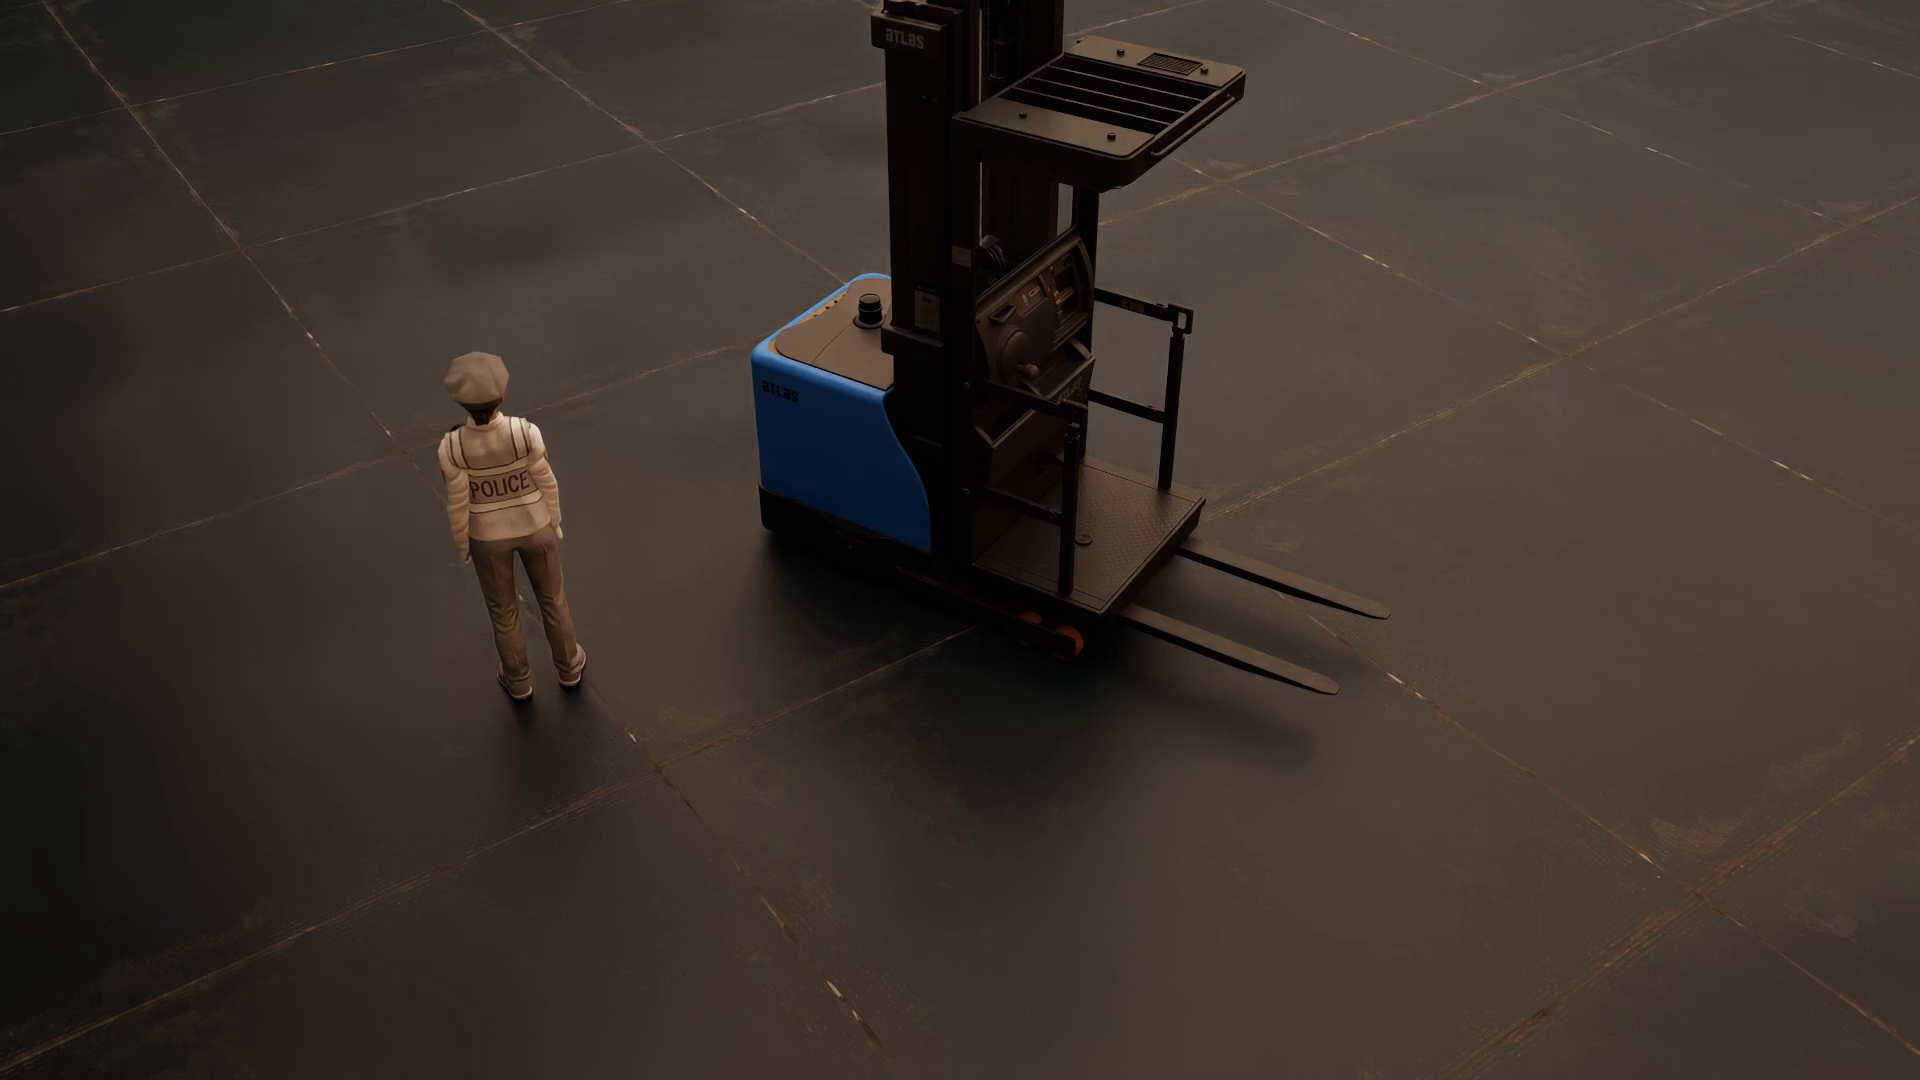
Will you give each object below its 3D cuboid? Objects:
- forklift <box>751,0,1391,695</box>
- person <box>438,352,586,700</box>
[{"bbox_3d":[0.514,-0.985,7.276,3.031,2.935,1.130,21,41,26],"label":"forklift"},{"bbox_3d":[-1.910,-0.038,7.043,0.459,1.694,0.351,-13,38,-17],"label":"person"}]
